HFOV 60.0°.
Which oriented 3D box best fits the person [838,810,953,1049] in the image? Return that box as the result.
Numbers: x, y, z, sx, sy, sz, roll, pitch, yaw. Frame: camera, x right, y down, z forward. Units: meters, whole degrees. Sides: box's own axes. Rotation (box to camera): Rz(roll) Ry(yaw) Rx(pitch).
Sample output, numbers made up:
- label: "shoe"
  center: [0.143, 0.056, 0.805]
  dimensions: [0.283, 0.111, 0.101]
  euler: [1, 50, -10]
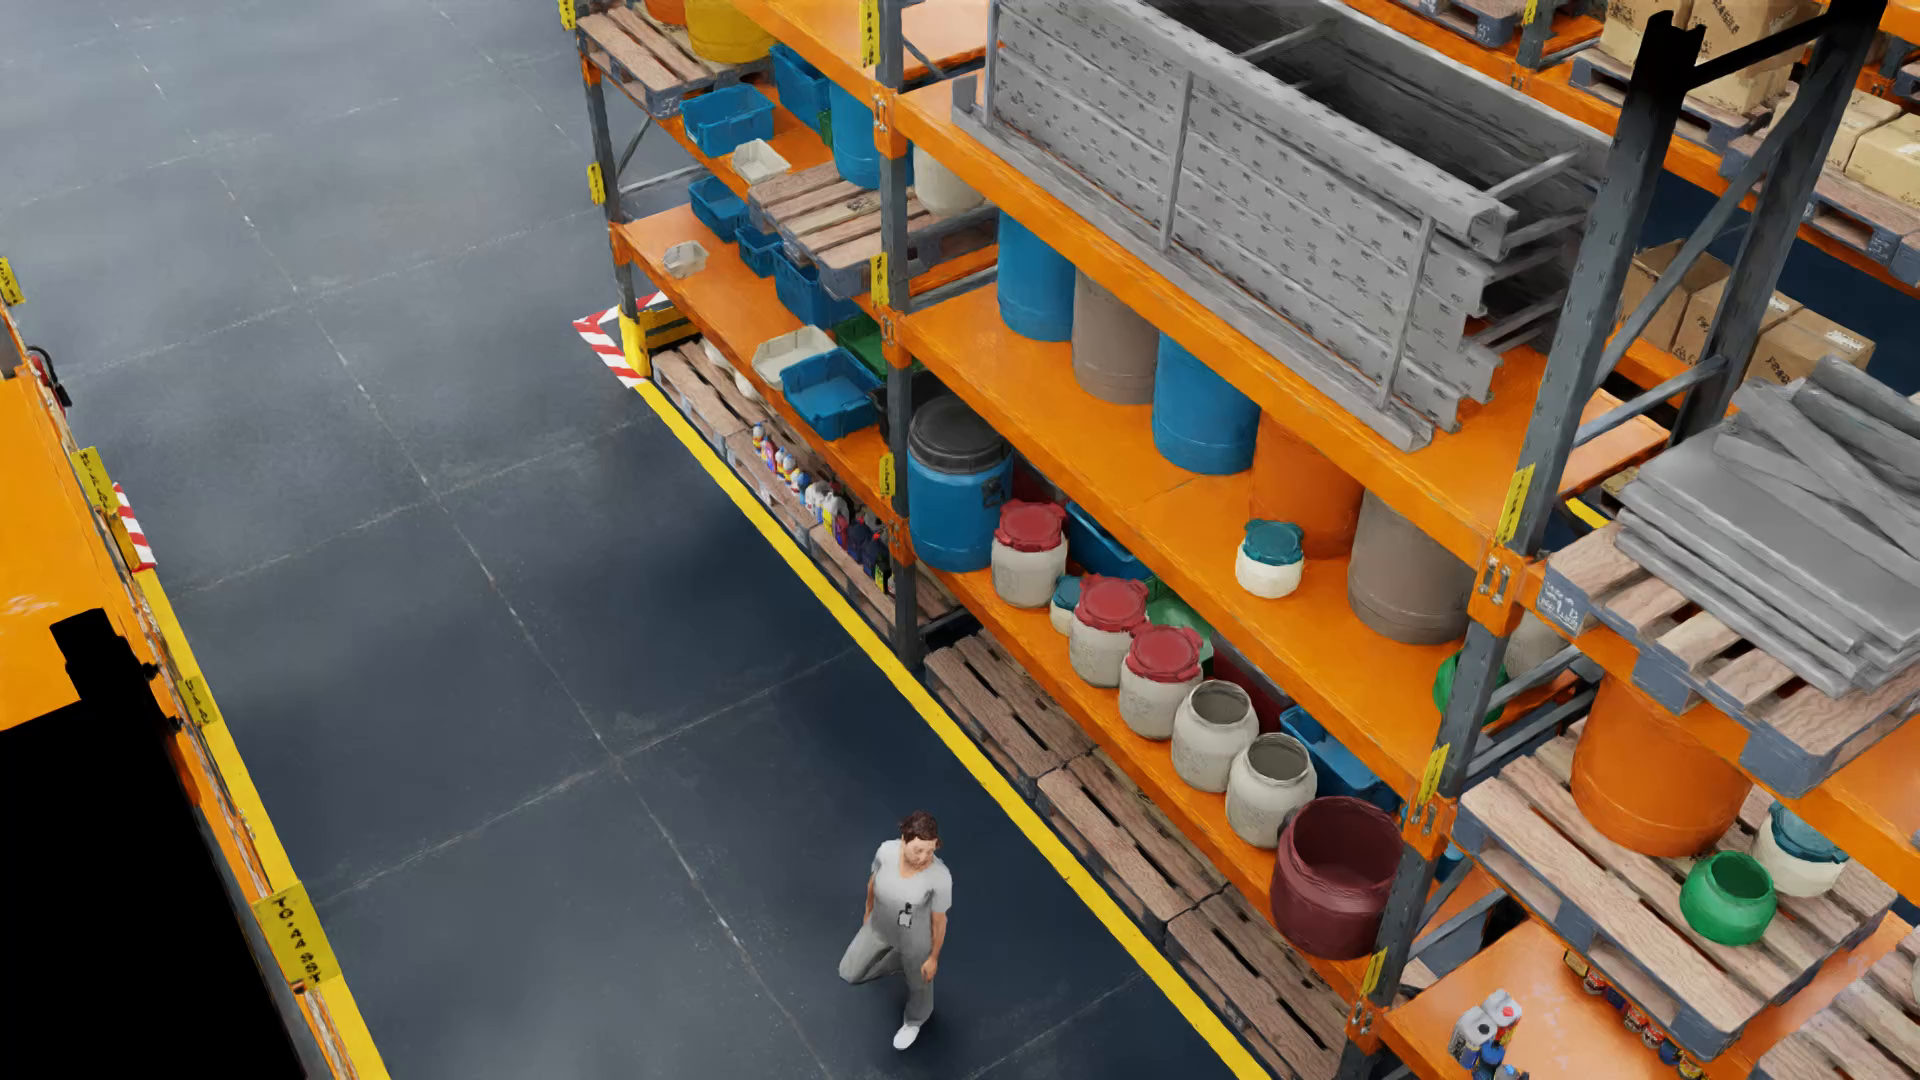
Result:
- label: "person"
  center: [-0.301, 1.973, 8.394]
  dimensions: [0.522, 1.659, 0.497]
  euler: [21, 47, 21]
